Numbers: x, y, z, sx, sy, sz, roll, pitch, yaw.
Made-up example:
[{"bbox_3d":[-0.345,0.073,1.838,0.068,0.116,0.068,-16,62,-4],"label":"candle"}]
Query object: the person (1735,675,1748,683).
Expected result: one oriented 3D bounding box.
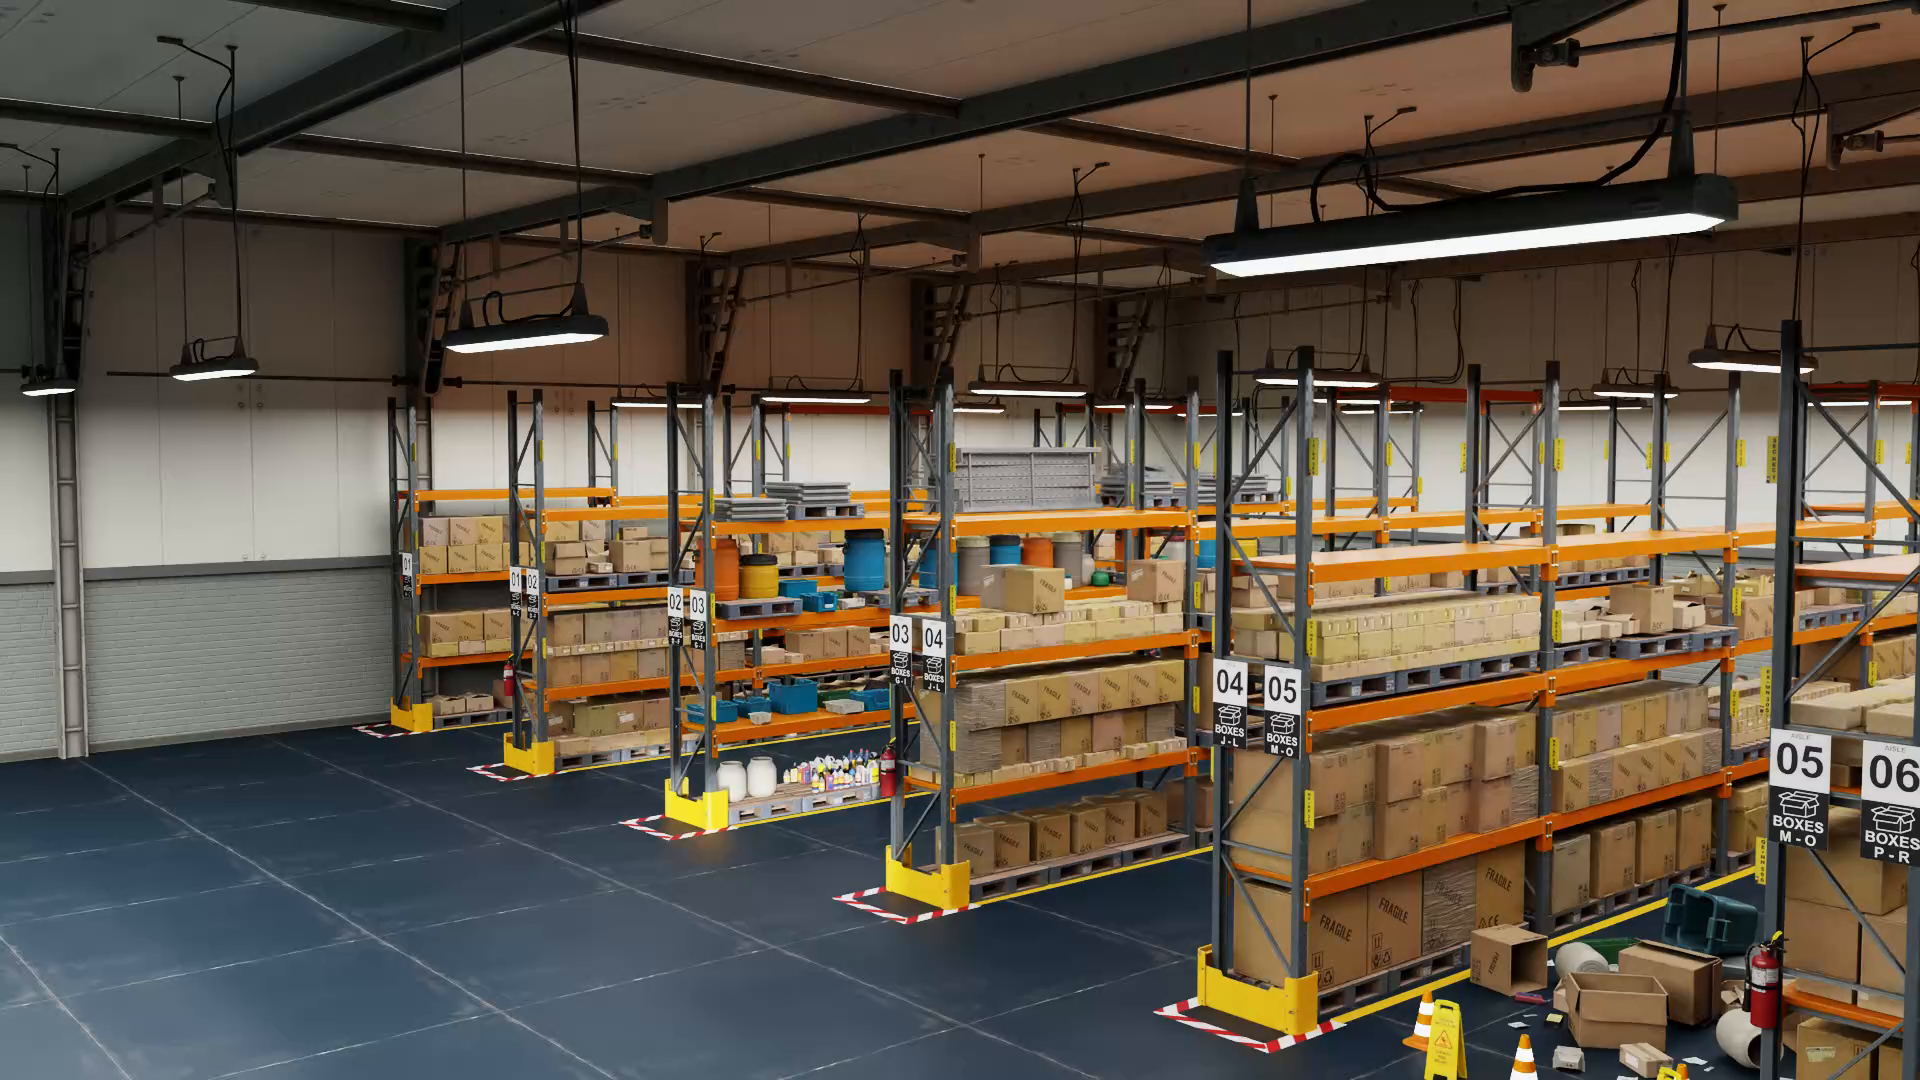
[{"bbox_3d":[11.743,2.878,24.954,0.770,1.734,0.583,-3,4,-39],"label":"person"}]
